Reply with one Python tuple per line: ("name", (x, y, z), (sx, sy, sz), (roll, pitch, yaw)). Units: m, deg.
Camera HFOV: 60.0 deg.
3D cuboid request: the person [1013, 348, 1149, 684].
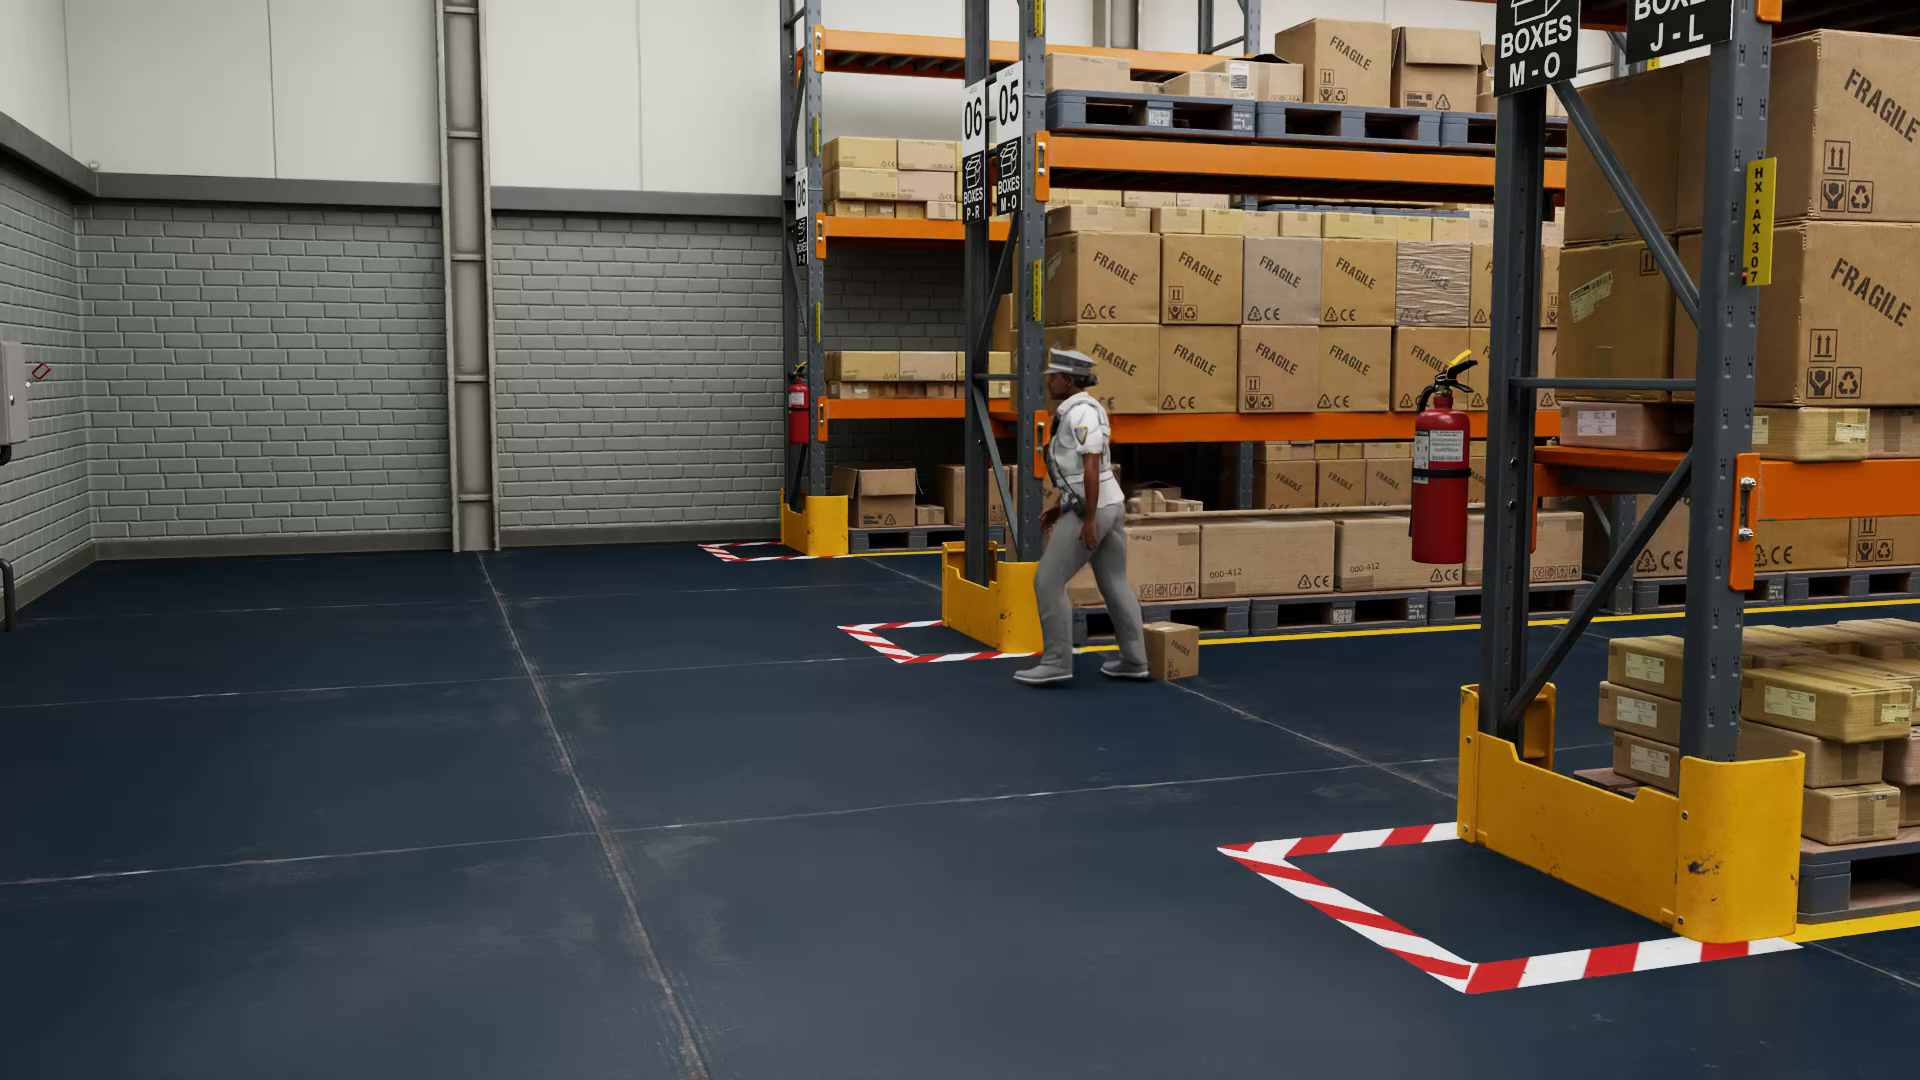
("person", (0.618, -0.122, 8.194), (0.618, 1.644, 0.553), (2, 6, 16))
